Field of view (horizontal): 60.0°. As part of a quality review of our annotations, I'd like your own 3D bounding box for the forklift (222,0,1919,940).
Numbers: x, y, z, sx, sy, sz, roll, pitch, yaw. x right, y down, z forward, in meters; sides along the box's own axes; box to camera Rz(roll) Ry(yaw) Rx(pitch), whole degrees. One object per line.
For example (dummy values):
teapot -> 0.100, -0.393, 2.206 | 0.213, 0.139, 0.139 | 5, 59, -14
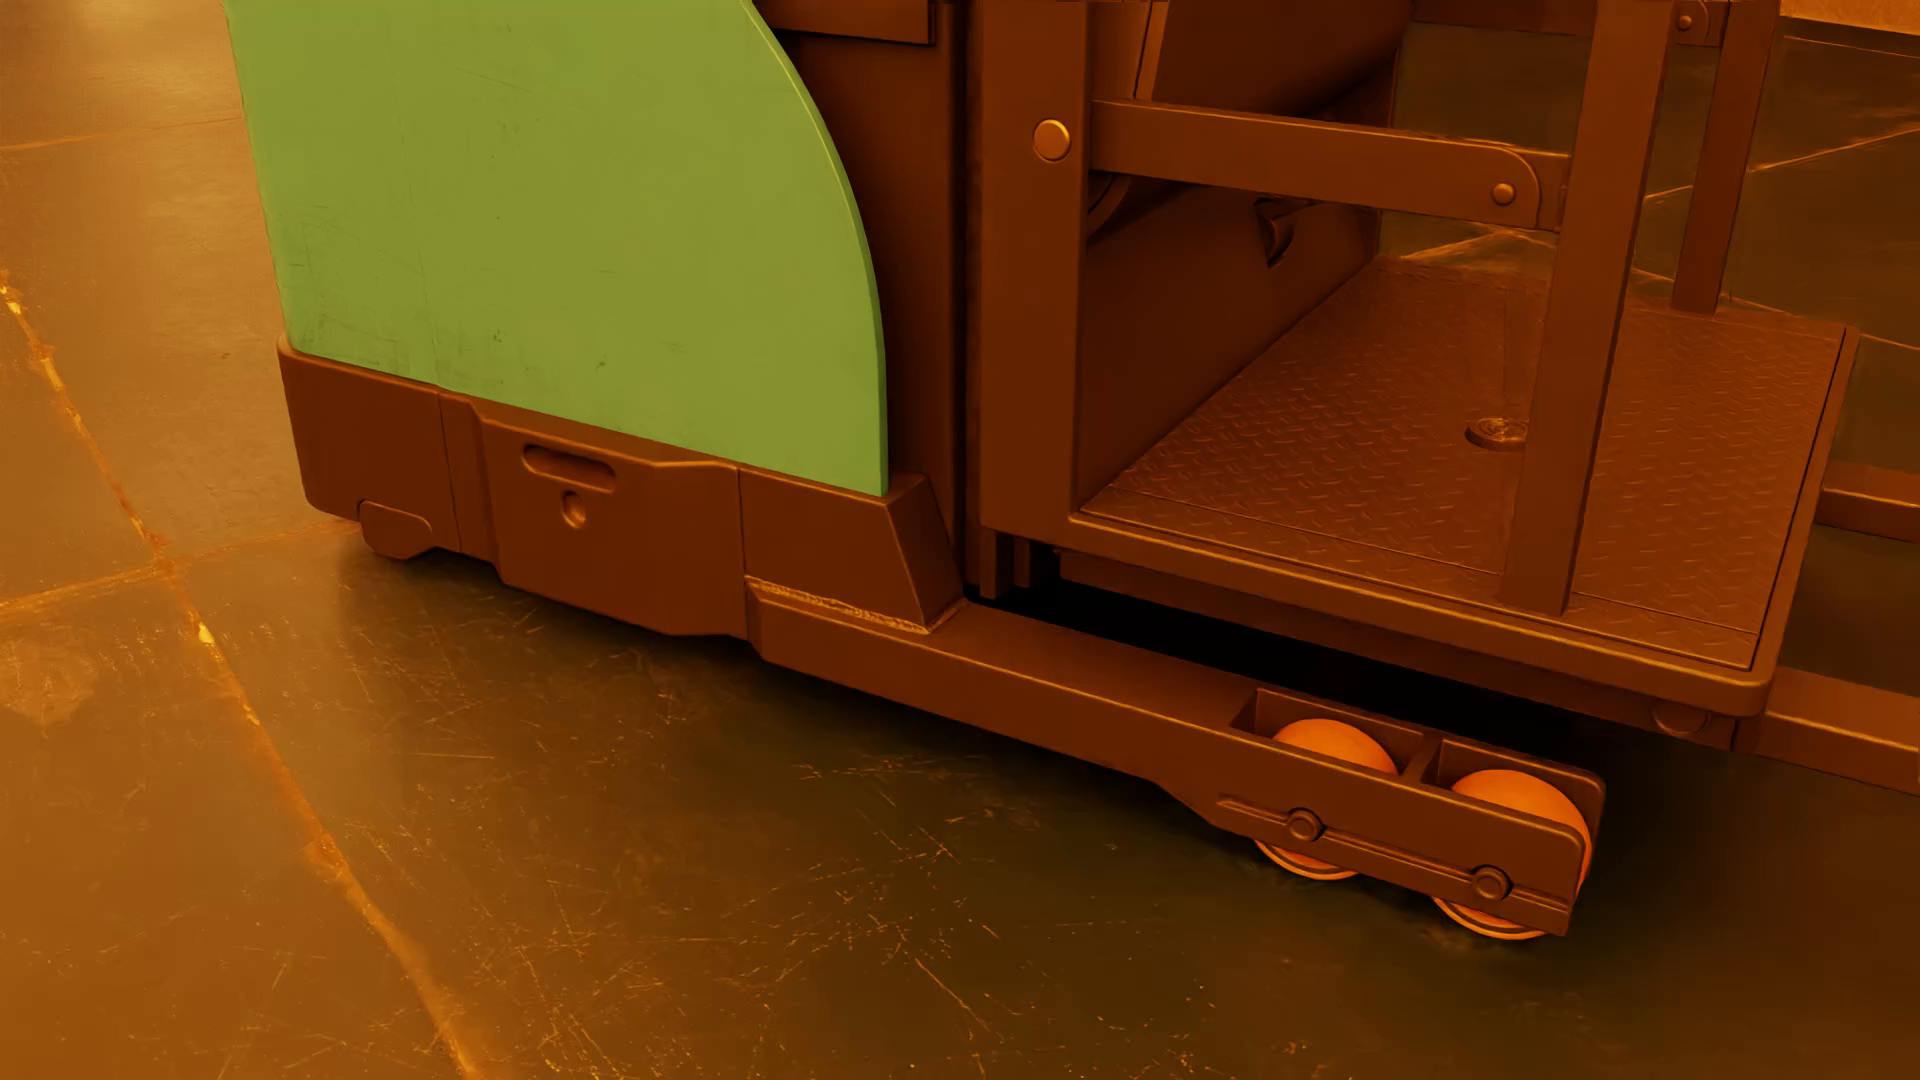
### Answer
forklift -> 0.557, -1.178, 1.580 | 3.031, 2.935, 1.130 | 14, 30, 26
